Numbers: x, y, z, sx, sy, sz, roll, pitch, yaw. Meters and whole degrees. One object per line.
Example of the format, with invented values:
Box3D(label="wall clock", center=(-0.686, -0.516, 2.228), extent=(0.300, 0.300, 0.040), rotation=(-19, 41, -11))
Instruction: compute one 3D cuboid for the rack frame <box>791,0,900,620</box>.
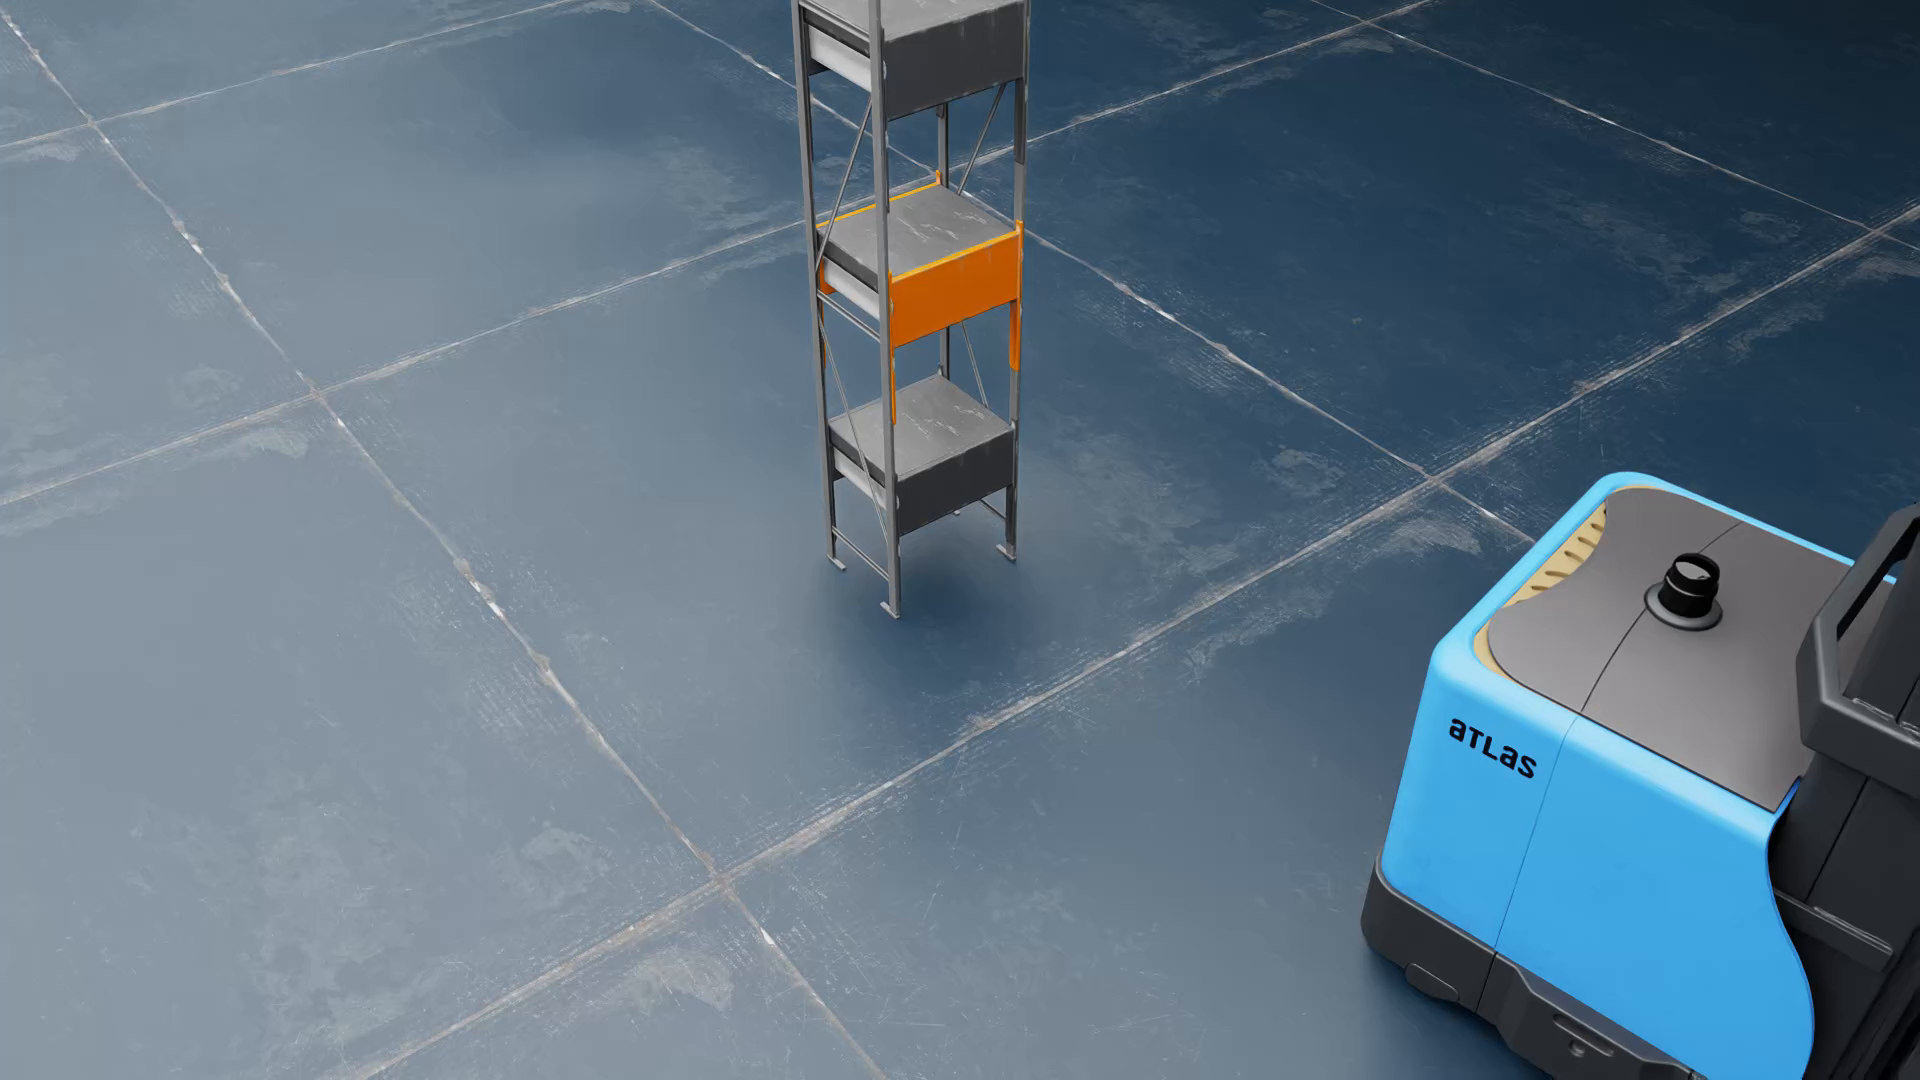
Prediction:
Box3D(label="rack frame", center=(-0.325, -0.654, 4.891), extent=(0.015, 2.100, 0.400), rotation=(-26, 46, -28))

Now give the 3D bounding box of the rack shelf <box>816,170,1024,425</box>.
Box3D(label="rack shelf", center=(-0.131, -0.737, 5.015), extent=(0.480, 0.518, 0.431), rotation=(-26, 46, -28))

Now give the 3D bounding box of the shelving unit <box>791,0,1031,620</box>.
Box3D(label="shelving unit", center=(-0.131, -0.748, 5.006), extent=(0.503, 2.100, 0.431), rotation=(-26, 46, -28))

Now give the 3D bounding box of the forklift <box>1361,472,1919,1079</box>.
Box3D(label="forklift", center=(2.493, 0.346, 3.017), extent=(3.031, 2.935, 1.130), rotation=(30, 48, 31))

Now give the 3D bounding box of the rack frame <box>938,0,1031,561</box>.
Box3D(label="rack frame", center=(0.062, -0.842, 5.121), extent=(0.015, 2.100, 0.400), rotation=(-26, 46, -28))

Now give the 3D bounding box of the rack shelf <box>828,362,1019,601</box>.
Box3D(label="rack shelf", center=(-0.131, -0.196, 5.459), extent=(0.480, 0.518, 0.431), rotation=(-26, 46, -28))

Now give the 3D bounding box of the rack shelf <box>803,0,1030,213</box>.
Box3D(label="rack shelf", center=(-0.131, -1.278, 4.571), extent=(0.480, 0.518, 0.431), rotation=(-26, 46, -28))
